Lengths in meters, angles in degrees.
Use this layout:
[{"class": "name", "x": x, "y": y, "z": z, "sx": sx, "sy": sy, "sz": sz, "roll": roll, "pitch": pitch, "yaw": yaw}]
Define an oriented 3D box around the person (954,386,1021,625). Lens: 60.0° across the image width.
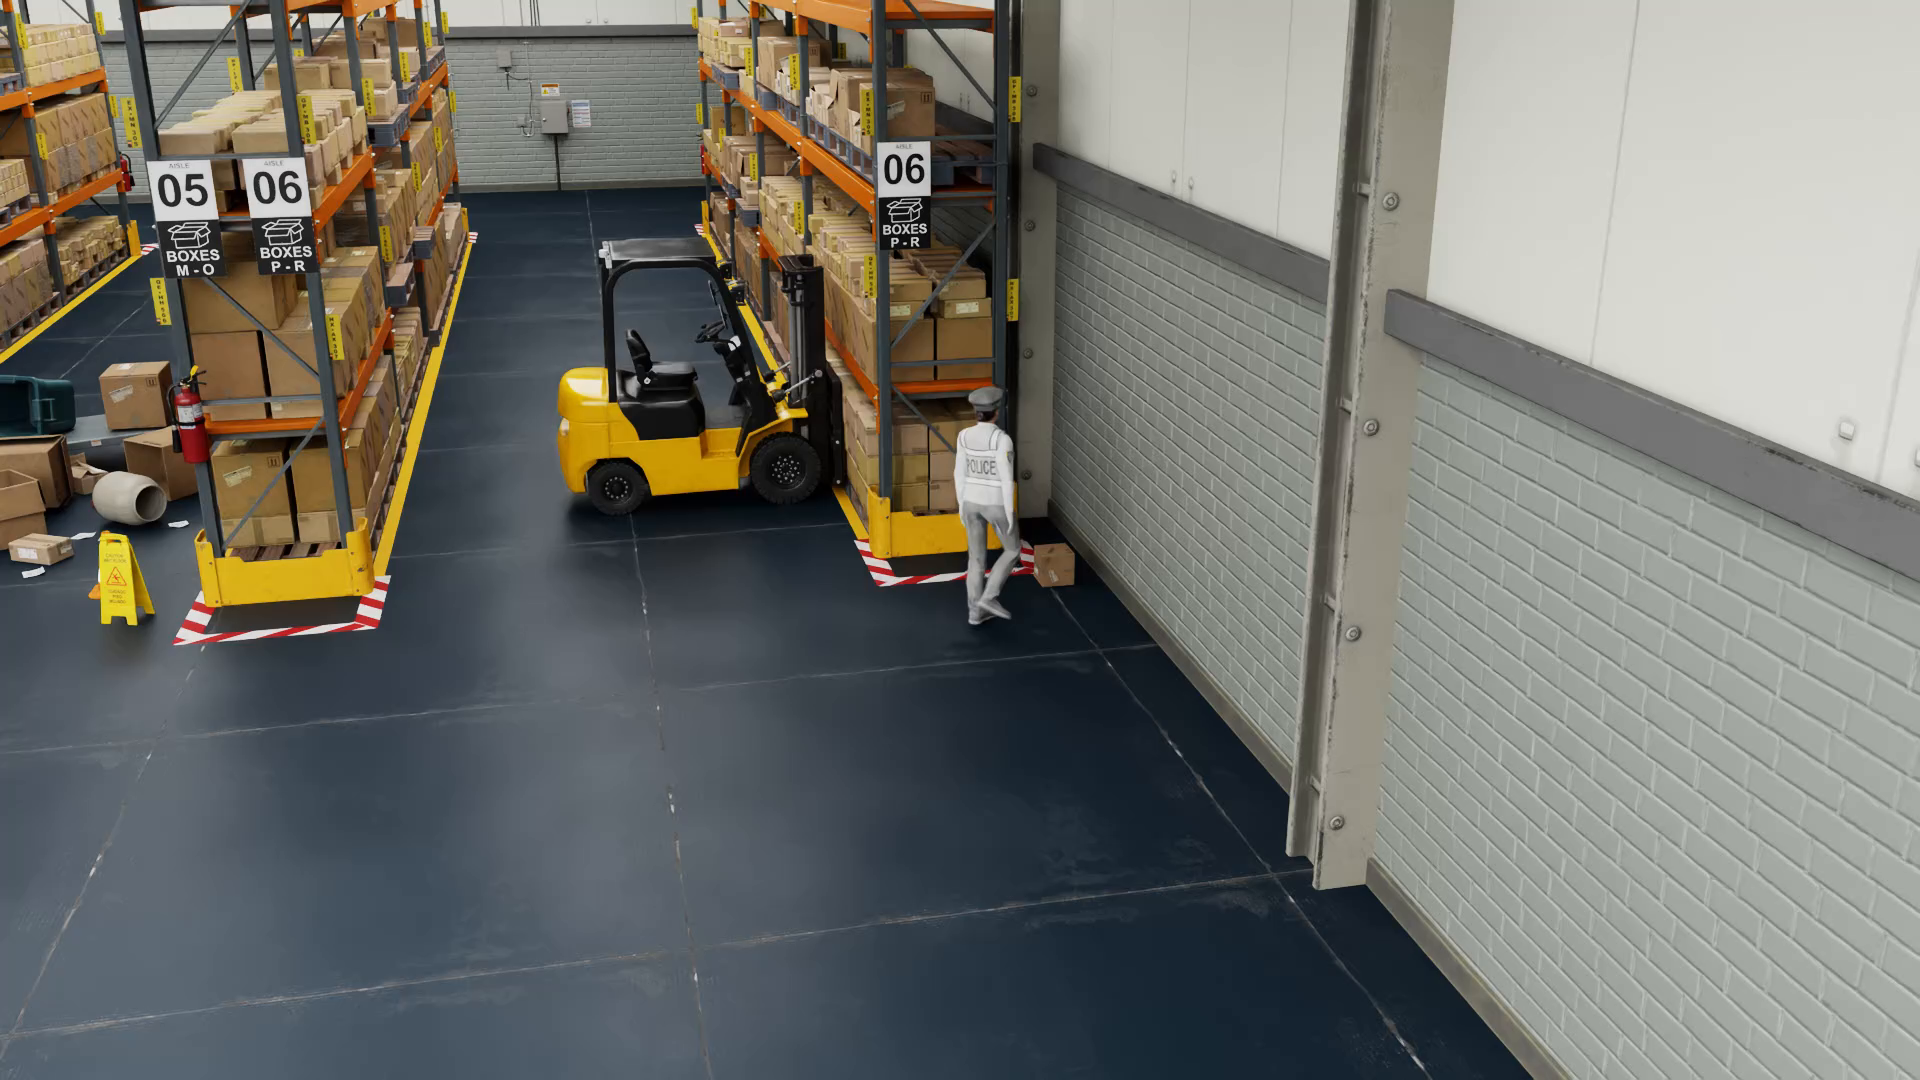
[{"class": "person", "x": 0.170, "y": -0.222, "z": 11.640, "sx": 0.509, "sy": 1.667, "sz": 0.449, "roll": 10, "pitch": 22, "yaw": 27}]
